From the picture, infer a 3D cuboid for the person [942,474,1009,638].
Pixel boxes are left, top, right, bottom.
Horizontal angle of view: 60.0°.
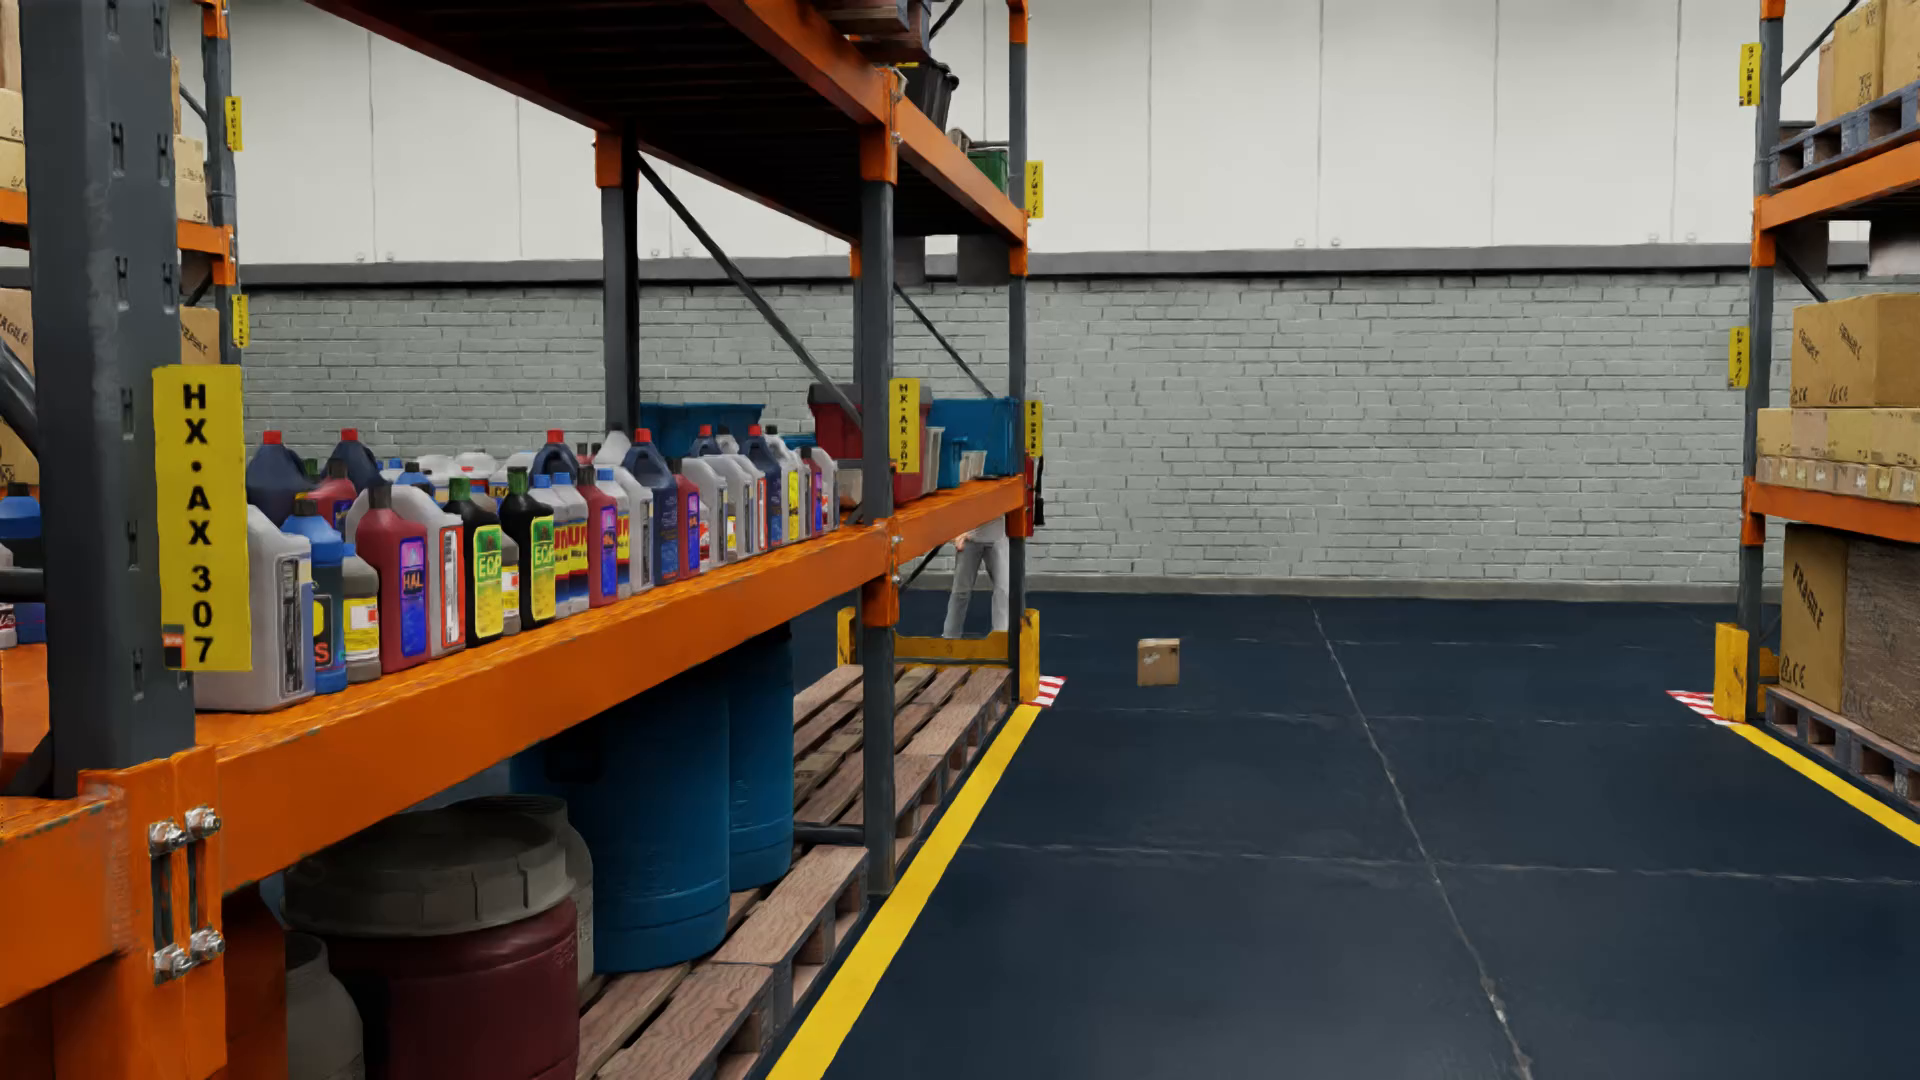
[{"bbox_3d":[0.196,0.003,11.074,0.564,1.621,0.966,-2,5,-19],"label":"person"}]
